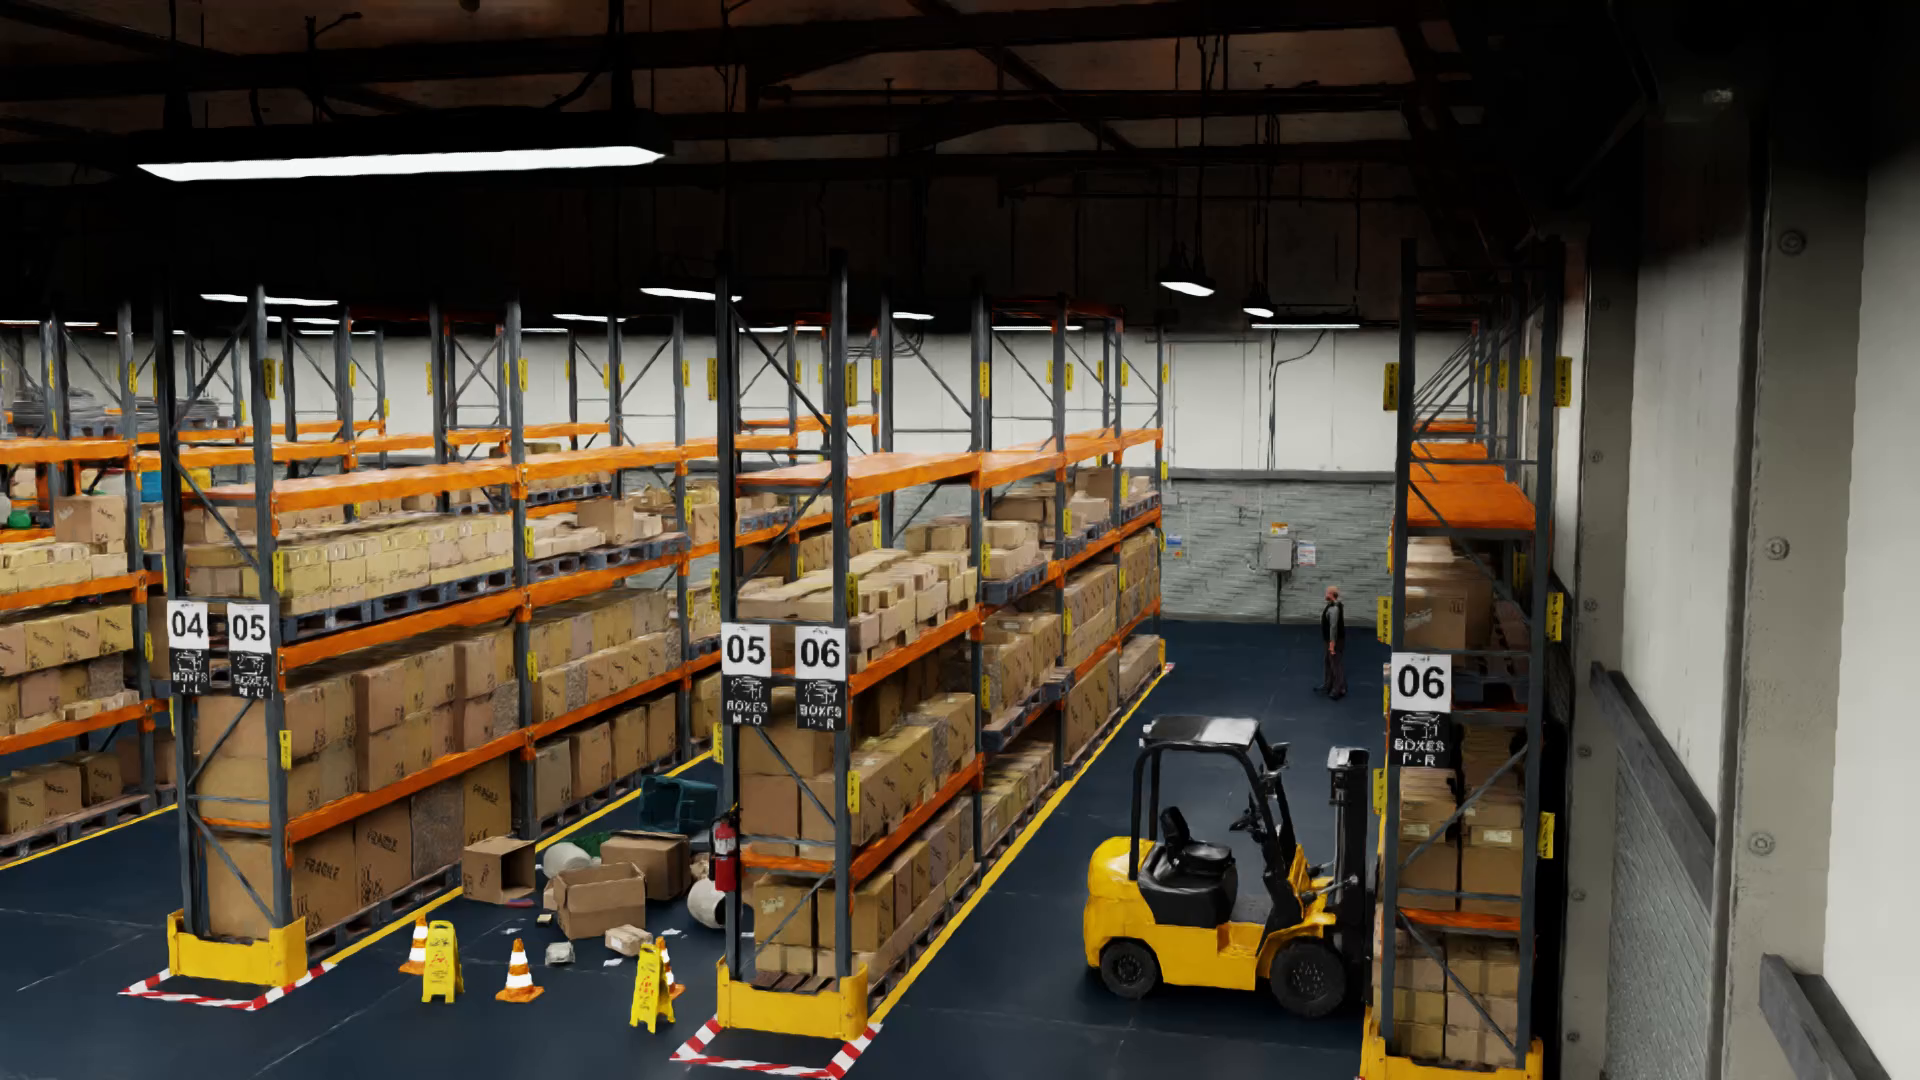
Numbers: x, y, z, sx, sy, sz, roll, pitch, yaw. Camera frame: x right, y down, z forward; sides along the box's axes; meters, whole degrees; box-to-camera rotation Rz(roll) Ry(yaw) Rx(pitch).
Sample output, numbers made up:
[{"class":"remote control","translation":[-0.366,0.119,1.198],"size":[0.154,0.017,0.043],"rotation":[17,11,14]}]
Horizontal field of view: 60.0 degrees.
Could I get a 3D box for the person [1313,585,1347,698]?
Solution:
[{"class":"person","translation":[5.777,1.555,25.898],"size":[0.522,1.724,0.716],"rotation":[1,6,13]}]
